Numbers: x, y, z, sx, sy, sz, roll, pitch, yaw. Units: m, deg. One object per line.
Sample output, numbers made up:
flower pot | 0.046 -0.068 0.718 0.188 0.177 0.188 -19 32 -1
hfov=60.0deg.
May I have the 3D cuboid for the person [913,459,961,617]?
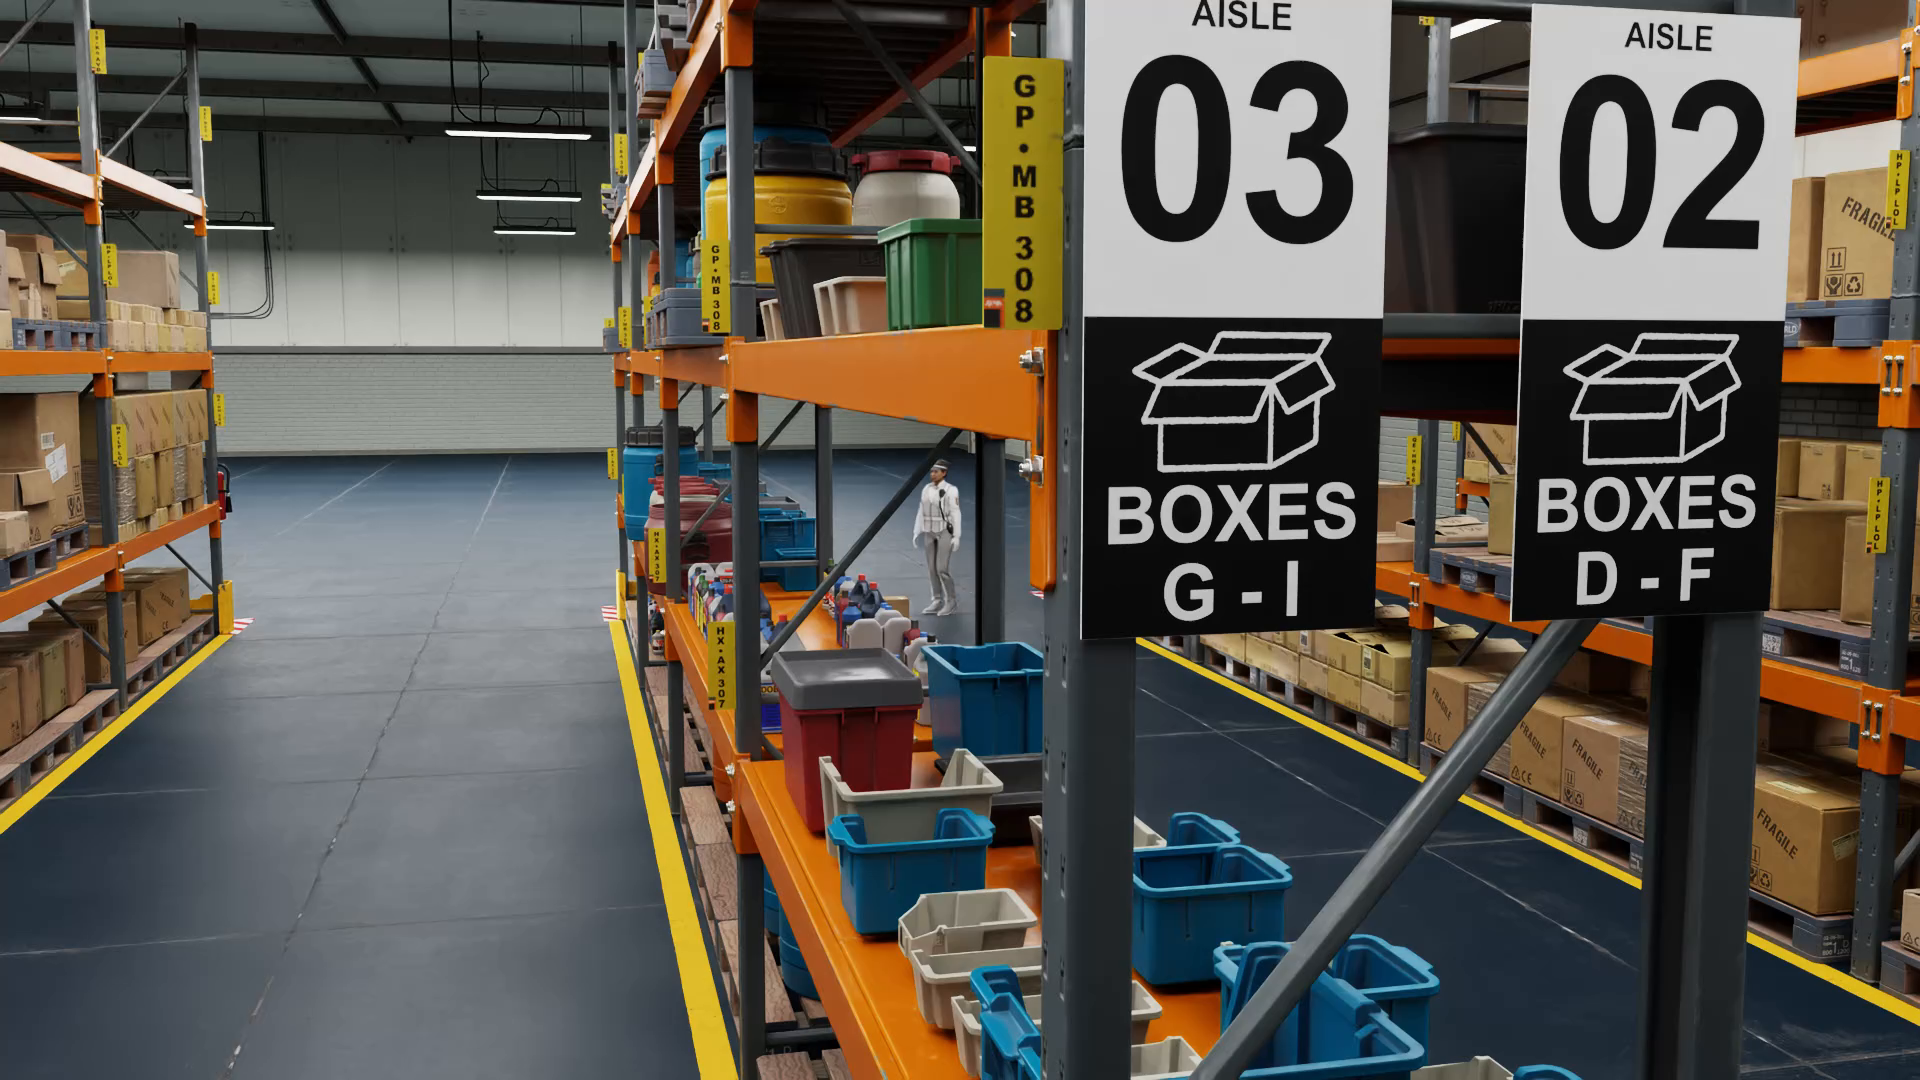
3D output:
person | -0.246 -0.044 17.924 0.511 1.692 0.353 5 8 37
